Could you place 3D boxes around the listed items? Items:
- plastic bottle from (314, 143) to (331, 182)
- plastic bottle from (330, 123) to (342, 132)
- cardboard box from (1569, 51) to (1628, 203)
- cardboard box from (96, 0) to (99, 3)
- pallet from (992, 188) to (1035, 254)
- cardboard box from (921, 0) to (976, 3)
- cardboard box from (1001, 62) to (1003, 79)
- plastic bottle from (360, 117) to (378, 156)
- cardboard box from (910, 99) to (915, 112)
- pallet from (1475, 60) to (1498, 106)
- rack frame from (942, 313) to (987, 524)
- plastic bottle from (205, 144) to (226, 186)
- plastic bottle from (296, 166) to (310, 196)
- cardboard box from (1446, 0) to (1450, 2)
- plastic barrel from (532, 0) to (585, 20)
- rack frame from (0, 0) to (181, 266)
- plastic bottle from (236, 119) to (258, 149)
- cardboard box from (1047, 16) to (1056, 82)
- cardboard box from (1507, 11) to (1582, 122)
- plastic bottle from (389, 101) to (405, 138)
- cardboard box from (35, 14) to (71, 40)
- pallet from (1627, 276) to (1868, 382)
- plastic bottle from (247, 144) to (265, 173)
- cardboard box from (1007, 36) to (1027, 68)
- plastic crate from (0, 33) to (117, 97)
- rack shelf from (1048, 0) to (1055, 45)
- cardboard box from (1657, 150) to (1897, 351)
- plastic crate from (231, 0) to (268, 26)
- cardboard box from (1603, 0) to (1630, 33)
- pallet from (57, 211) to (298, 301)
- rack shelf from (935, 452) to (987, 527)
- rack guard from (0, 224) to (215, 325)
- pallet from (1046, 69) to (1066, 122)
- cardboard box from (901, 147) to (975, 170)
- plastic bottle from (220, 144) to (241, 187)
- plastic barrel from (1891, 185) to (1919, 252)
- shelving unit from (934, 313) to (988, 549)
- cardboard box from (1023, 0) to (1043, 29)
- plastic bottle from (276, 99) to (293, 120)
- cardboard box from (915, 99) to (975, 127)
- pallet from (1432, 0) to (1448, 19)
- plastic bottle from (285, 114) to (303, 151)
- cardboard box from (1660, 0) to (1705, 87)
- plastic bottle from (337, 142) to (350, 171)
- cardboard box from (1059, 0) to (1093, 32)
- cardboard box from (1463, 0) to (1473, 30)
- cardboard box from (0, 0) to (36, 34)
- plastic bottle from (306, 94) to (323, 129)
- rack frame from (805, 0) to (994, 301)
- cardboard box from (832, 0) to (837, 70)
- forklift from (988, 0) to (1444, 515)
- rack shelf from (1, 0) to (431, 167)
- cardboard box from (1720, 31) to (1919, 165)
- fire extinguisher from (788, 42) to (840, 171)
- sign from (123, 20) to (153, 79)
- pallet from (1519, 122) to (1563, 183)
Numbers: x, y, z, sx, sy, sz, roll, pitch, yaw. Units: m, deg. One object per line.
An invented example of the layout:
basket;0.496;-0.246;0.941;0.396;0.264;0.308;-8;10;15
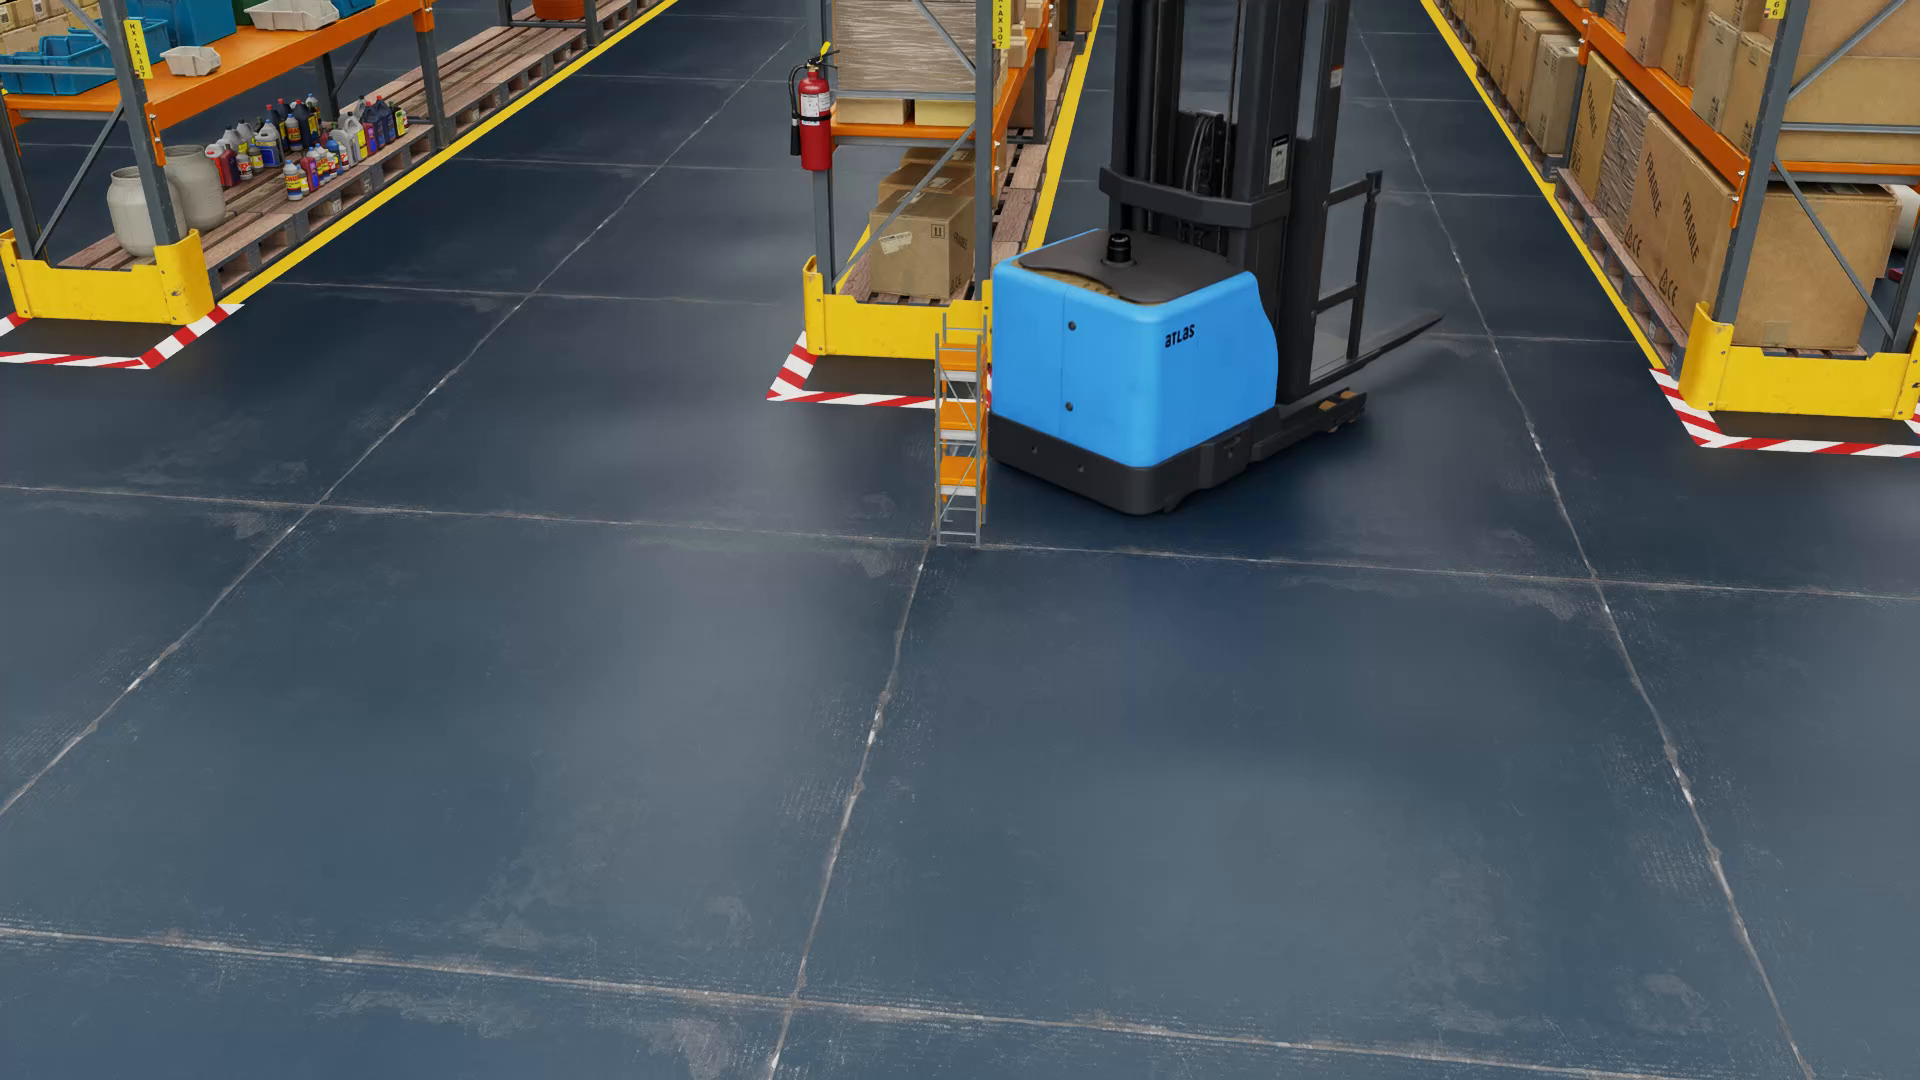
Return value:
plastic bottle;-4.651;-2.748;12.102;0.097;0.271;0.097;0;28;0
plastic bottle;-4.707;-3.024;12.601;0.061;0.283;0.133;3;28;6
cardboard box;4.933;-2.929;11.821;0.875;0.875;0.875;4;29;7
cardboard box;-8.992;-5.728;17.084;0.500;0.311;0.500;4;29;8
pallet;-0.025;-2.185;11.584;1.003;0.211;1.213;3;28;6
cardboard box;0.017;-3.283;9.207;0.500;0.500;0.500;3;28;6
cardboard box;0.056;-2.786;10.024;0.380;0.149;0.250;3;28;6
plastic bottle;-4.542;-3.104;12.748;0.061;0.283;0.133;5;29;10
cardboard box;-0.460;-2.578;9.637;0.380;0.149;0.250;3;28;6
pallet;5.398;-4.260;15.435;1.003;0.211;1.213;3;28;6
rack frame;0.022;-0.545;7.654;0.200;1.050;0.008;3;28;6
plastic bottle;-5.389;-2.714;12.033;0.152;0.276;0.135;4;29;7
plastic bottle;-4.693;-2.558;11.822;0.097;0.201;0.097;0;28;0
cardboard box;5.643;-6.240;18.363;0.500;0.500;0.500;5;29;8
plastic barrel;-4.213;-5.939;17.456;0.600;0.830;0.708;3;28;6
rack frame;-5.237;-2.712;9.622;1.000;3.000;0.127;3;28;6
plastic bottle;-5.333;-2.978;12.444;0.144;0.351;0.185;3;28;6
cardboard box;0.479;-4.438;14.996;0.700;0.500;0.500;6;29;10
cardboard box;5.188;-3.917;13.787;1.050;0.750;0.750;3;28;6
plastic bottle;-4.478;-3.347;13.201;0.061;0.283;0.133;5;29;9
cardboard box;-9.119;-5.001;16.326;0.500;0.250;0.500;4;29;7
pallet;4.609;-1.242;9.833;1.003;0.211;1.213;3;28;6
plastic bottle;-5.230;-2.838;12.342;0.097;0.201;0.097;0;28;0
cardboard box;0.231;-3.134;10.670;0.380;0.149;0.250;3;28;6
plastic crate;-5.472;-2.900;10.127;0.499;0.251;0.616;3;28;6
rack shelf;0.414;-4.932;14.500;1.077;0.370;4.000;3;28;6
cardboard box;4.607;-1.661;9.468;0.875;0.875;0.875;4;29;6
plastic crate;-5.193;-3.879;12.011;0.450;0.188;0.662;3;28;6
cardboard box;5.046;-3.863;11.600;0.875;0.550;0.550;3;28;6
pallet;-5.169;-1.905;11.064;1.003;0.211;1.213;3;28;6
rack shelf;0.007;-0.233;7.685;0.215;0.259;0.240;3;28;6
rack guard;-5.274;-1.650;10.286;1.175;0.500;0.348;3;28;6
pallet;0.410;-4.022;14.993;1.003;0.211;1.213;3;28;6
cardboard box;-0.093;-2.379;11.195;0.500;0.500;0.500;6;29;11
plastic bottle;-5.283;-2.711;12.020;0.061;0.283;0.133;3;28;6
plastic barrel;6.463;-2.214;11.413;0.421;0.421;0.512;-24;36;-37
shelving unit;0.007;-0.487;7.548;0.215;1.050;0.252;3;28;6
cardboard box;0.384;-3.723;11.763;0.380;0.149;0.250;3;28;6
plastic bottle;-5.257;-3.267;12.980;0.144;0.351;0.185;4;29;8
cardboard box;-0.050;-2.434;9.370;0.380;0.149;0.250;3;28;6
pallet;5.966;-6.143;18.930;1.003;0.211;1.213;3;28;6
plastic bottle;-5.155;-3.156;12.859;0.097;0.271;0.097;0;28;0
cardboard box;4.853;-3.100;10.184;0.875;0.550;0.500;3;28;6
plastic bottle;-4.614;-2.861;12.385;0.097;0.201;0.097;0;28;0
cardboard box;0.764;-5.763;17.082;1.225;0.875;0.875;2;28;4
cardboard box;5.458;-5.508;17.004;0.500;0.500;0.500;4;29;8
cardboard box;-9.177;-5.010;15.751;0.500;0.311;0.500;4;29;8
plastic bottle;-5.221;-3.463;13.428;0.097;0.271;0.097;0;28;0
rack frame;-0.321;-2.424;9.087;1.000;3.000;0.127;3;28;6
cardboard box;-0.284;-3.099;9.921;0.875;0.500;0.500;3;28;6
forklift;1.532;-2.010;8.390;1.130;2.935;3.031;25;37;38
rack shelf;-4.992;-3.337;11.540;1.077;0.370;4.000;3;28;6
cardboard box;4.590;-2.332;8.758;0.875;0.550;0.550;3;28;6
fire extinguisher;-0.792;-2.363;9.055;0.296;0.674;0.183;3;28;6
sign;-4.691;-2.800;9.493;0.100;0.325;0.005;3;28;6
pallet;5.099;-3.111;13.303;1.003;0.211;1.213;3;28;6
